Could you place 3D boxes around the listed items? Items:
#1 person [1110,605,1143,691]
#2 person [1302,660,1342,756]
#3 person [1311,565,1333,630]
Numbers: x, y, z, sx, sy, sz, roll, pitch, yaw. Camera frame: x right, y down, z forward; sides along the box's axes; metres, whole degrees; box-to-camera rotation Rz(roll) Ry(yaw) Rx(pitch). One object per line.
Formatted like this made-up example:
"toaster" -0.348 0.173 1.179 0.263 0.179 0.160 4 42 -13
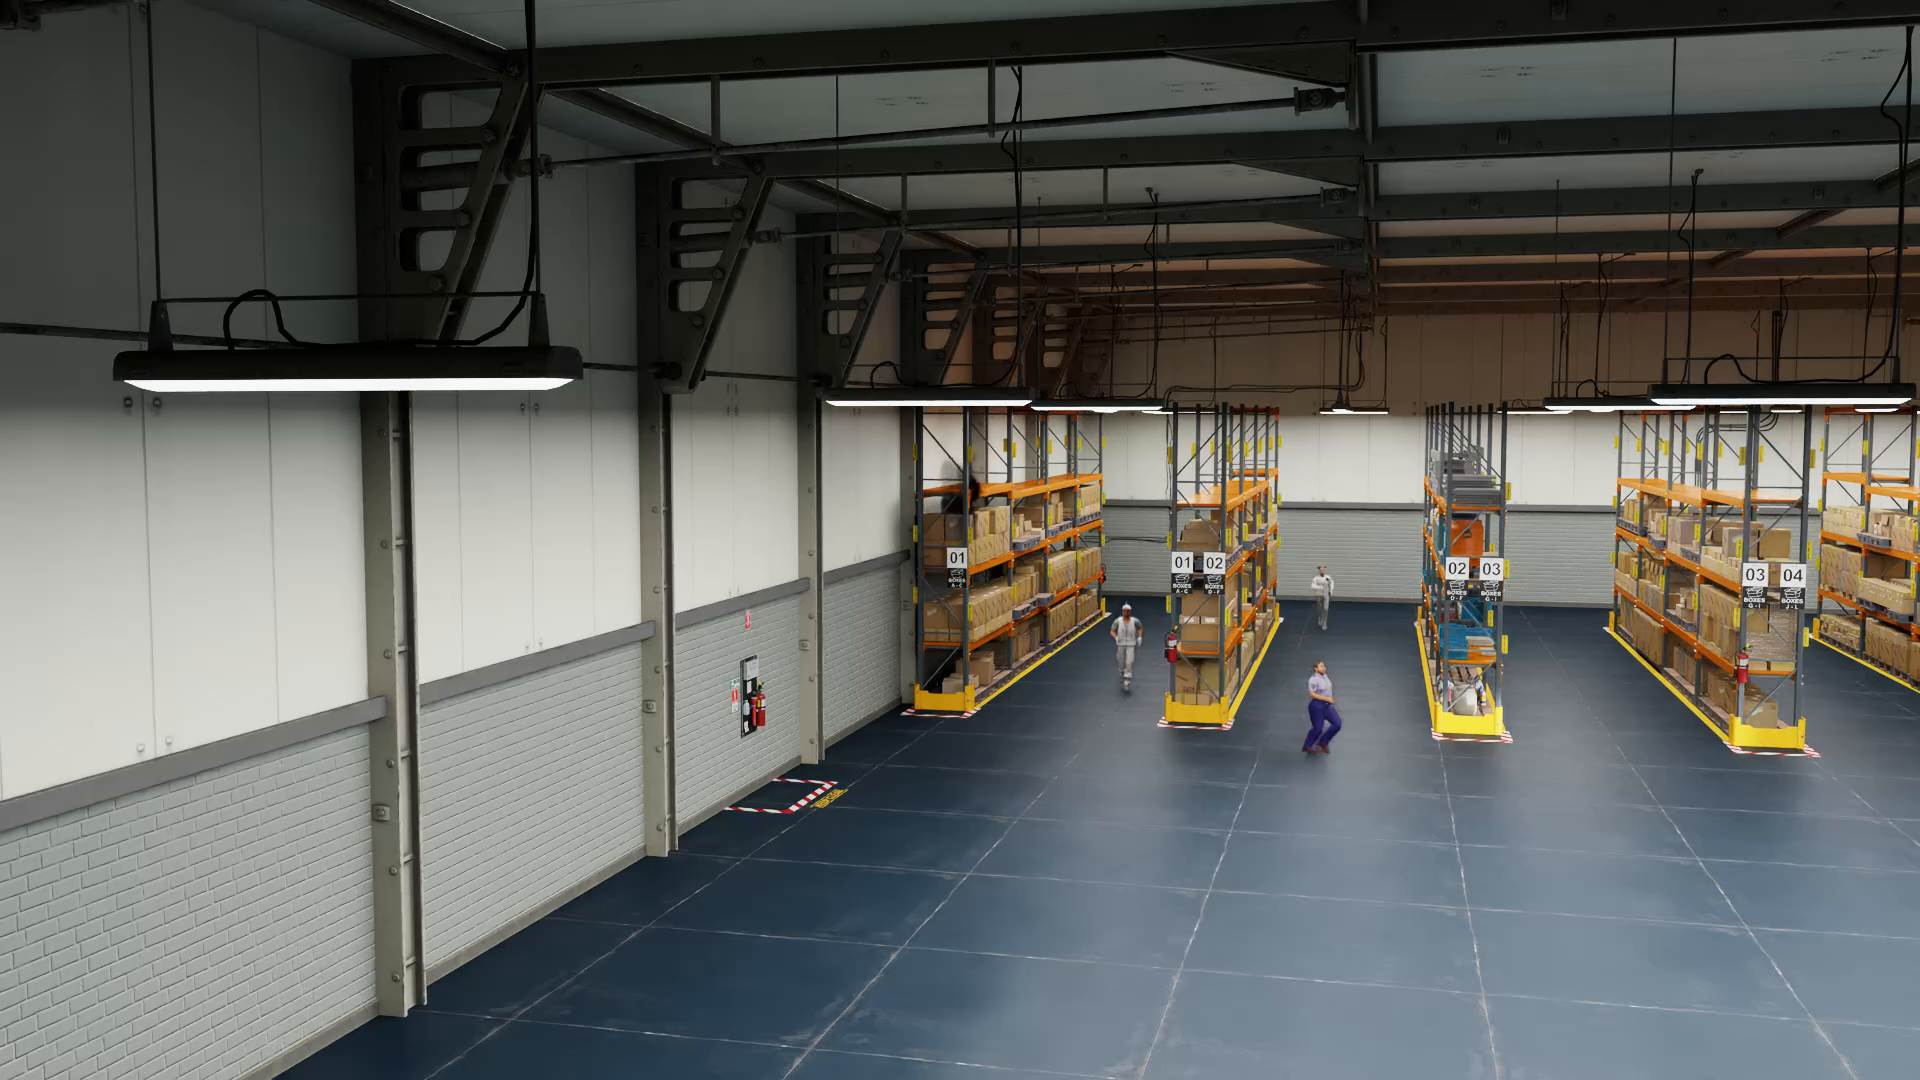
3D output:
"person" 3.516 2.245 35.065 0.686 1.792 0.839 1 4 7
"person" 6.123 2.883 28.156 0.614 1.552 0.653 -4 6 -43
"person" 9.812 1.540 45.049 0.587 1.734 0.822 1 4 12
